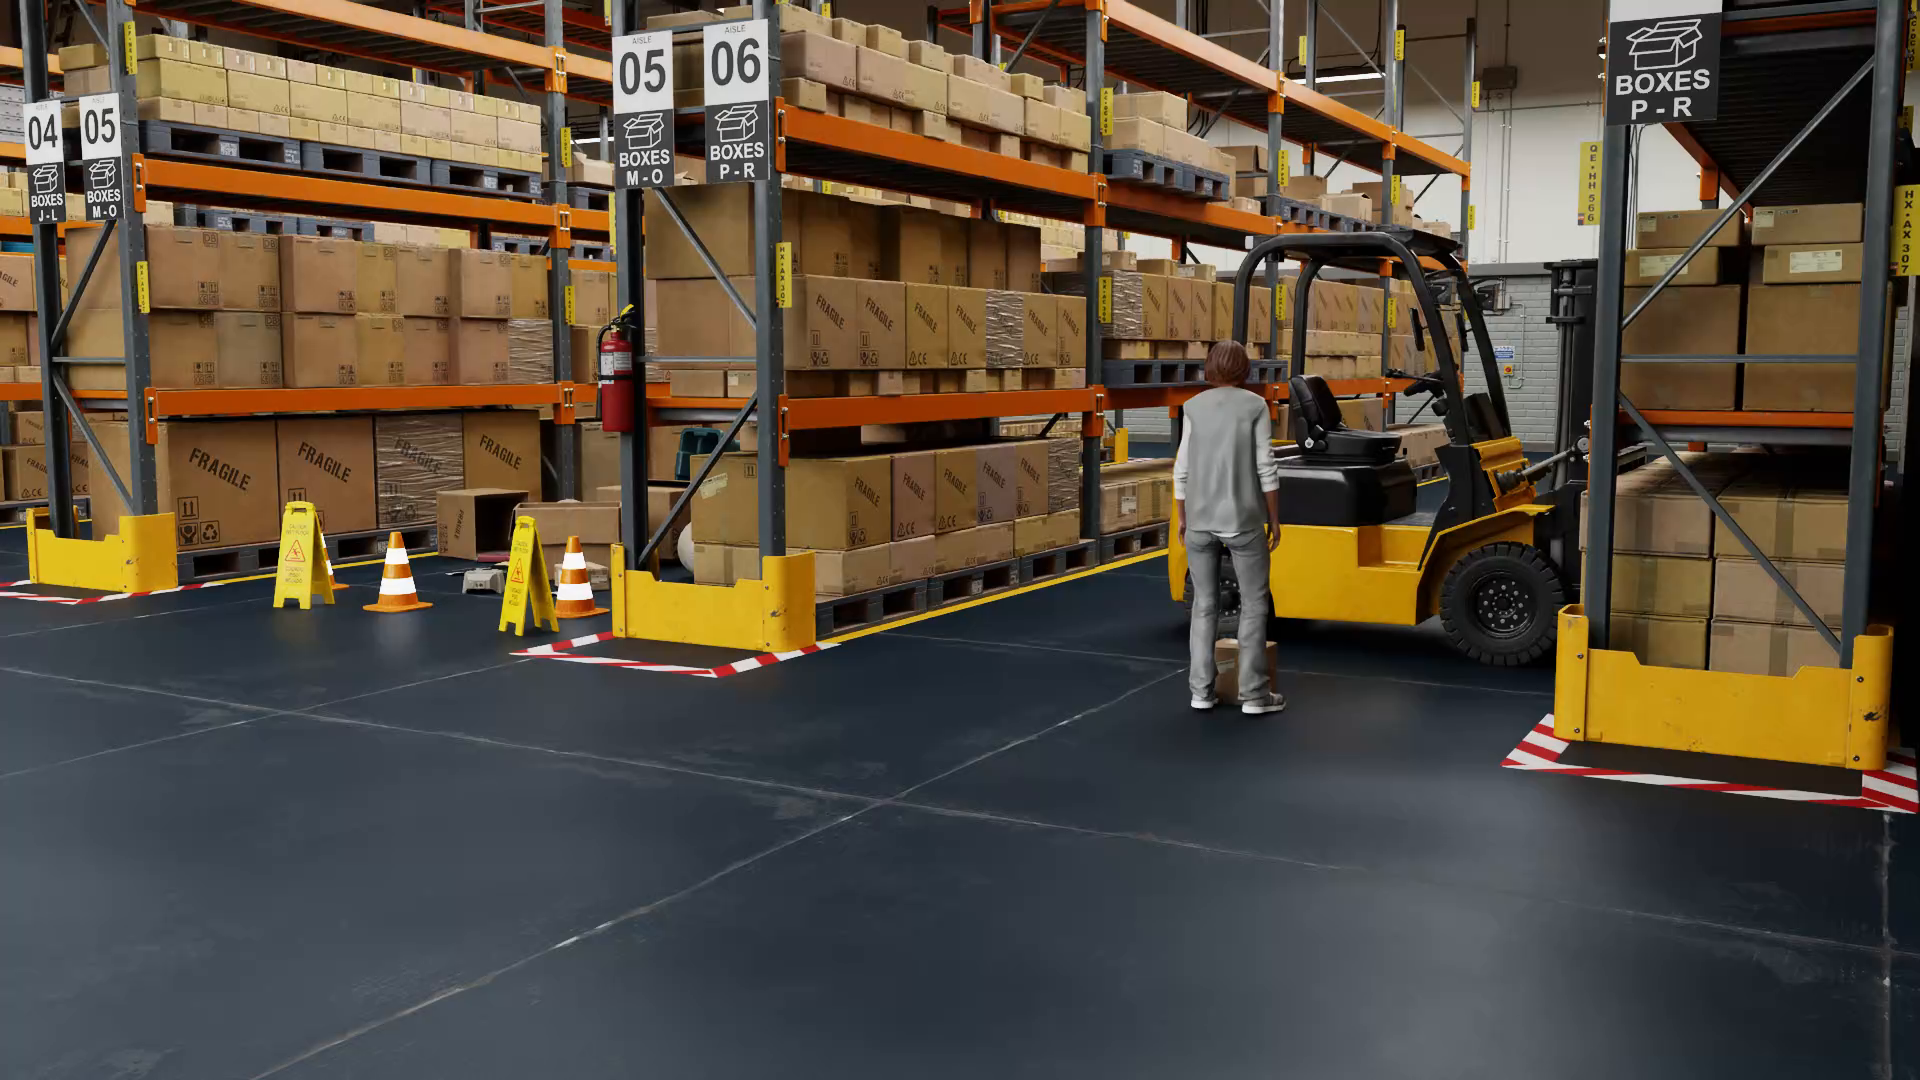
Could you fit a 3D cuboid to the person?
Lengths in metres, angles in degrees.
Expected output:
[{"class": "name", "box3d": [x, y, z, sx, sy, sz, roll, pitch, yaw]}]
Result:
[{"class": "person", "box3d": [1.144, 0.002, 7.113, 0.475, 1.473, 0.347, 3, 7, 25]}]
